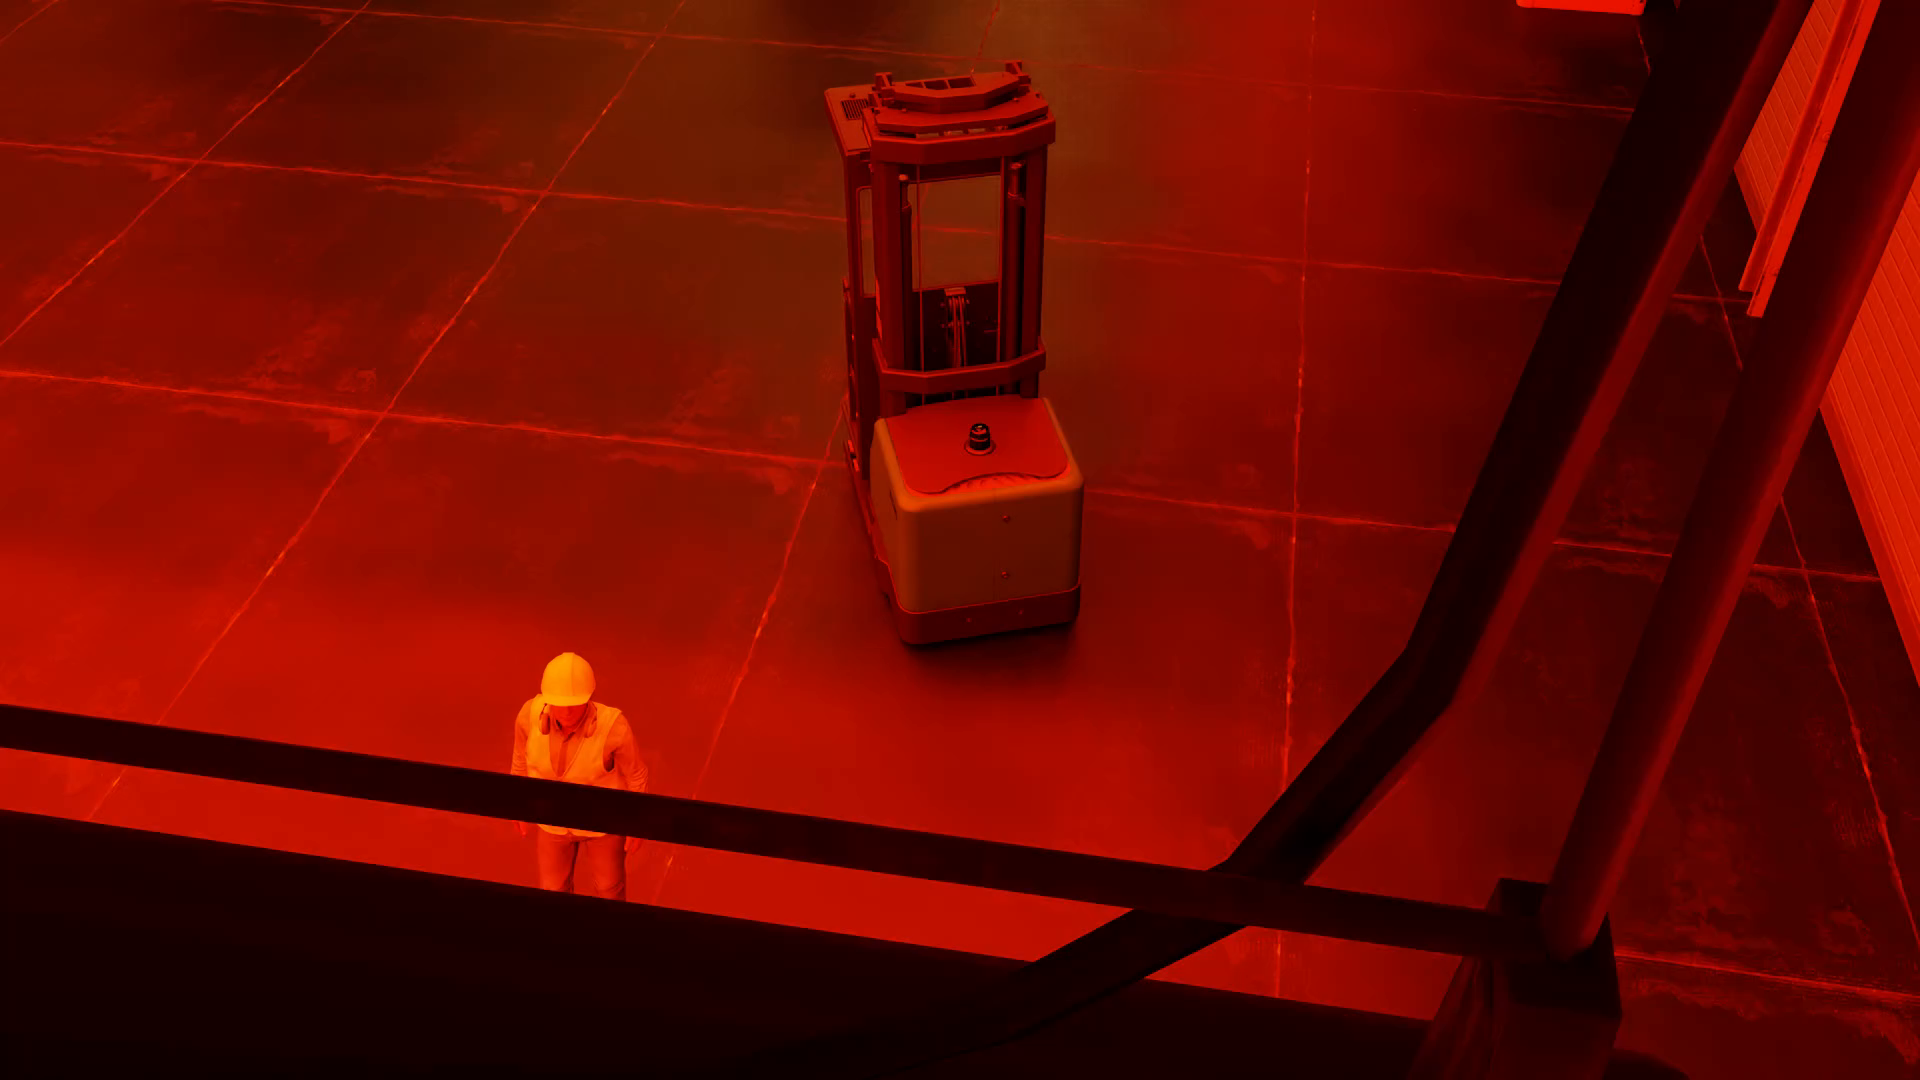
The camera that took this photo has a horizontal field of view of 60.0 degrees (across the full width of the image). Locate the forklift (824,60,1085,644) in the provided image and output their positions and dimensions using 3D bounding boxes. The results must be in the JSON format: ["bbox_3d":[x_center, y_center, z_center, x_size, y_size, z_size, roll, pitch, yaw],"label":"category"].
[{"bbox_3d":[-0.128,-1.496,9.597,1.130,2.935,3.031,-8,42,-9],"label":"forklift"}]

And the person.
[{"bbox_3d":[-1.686,1.251,7.314,0.634,1.775,0.567,5,41,5],"label":"person"}]
